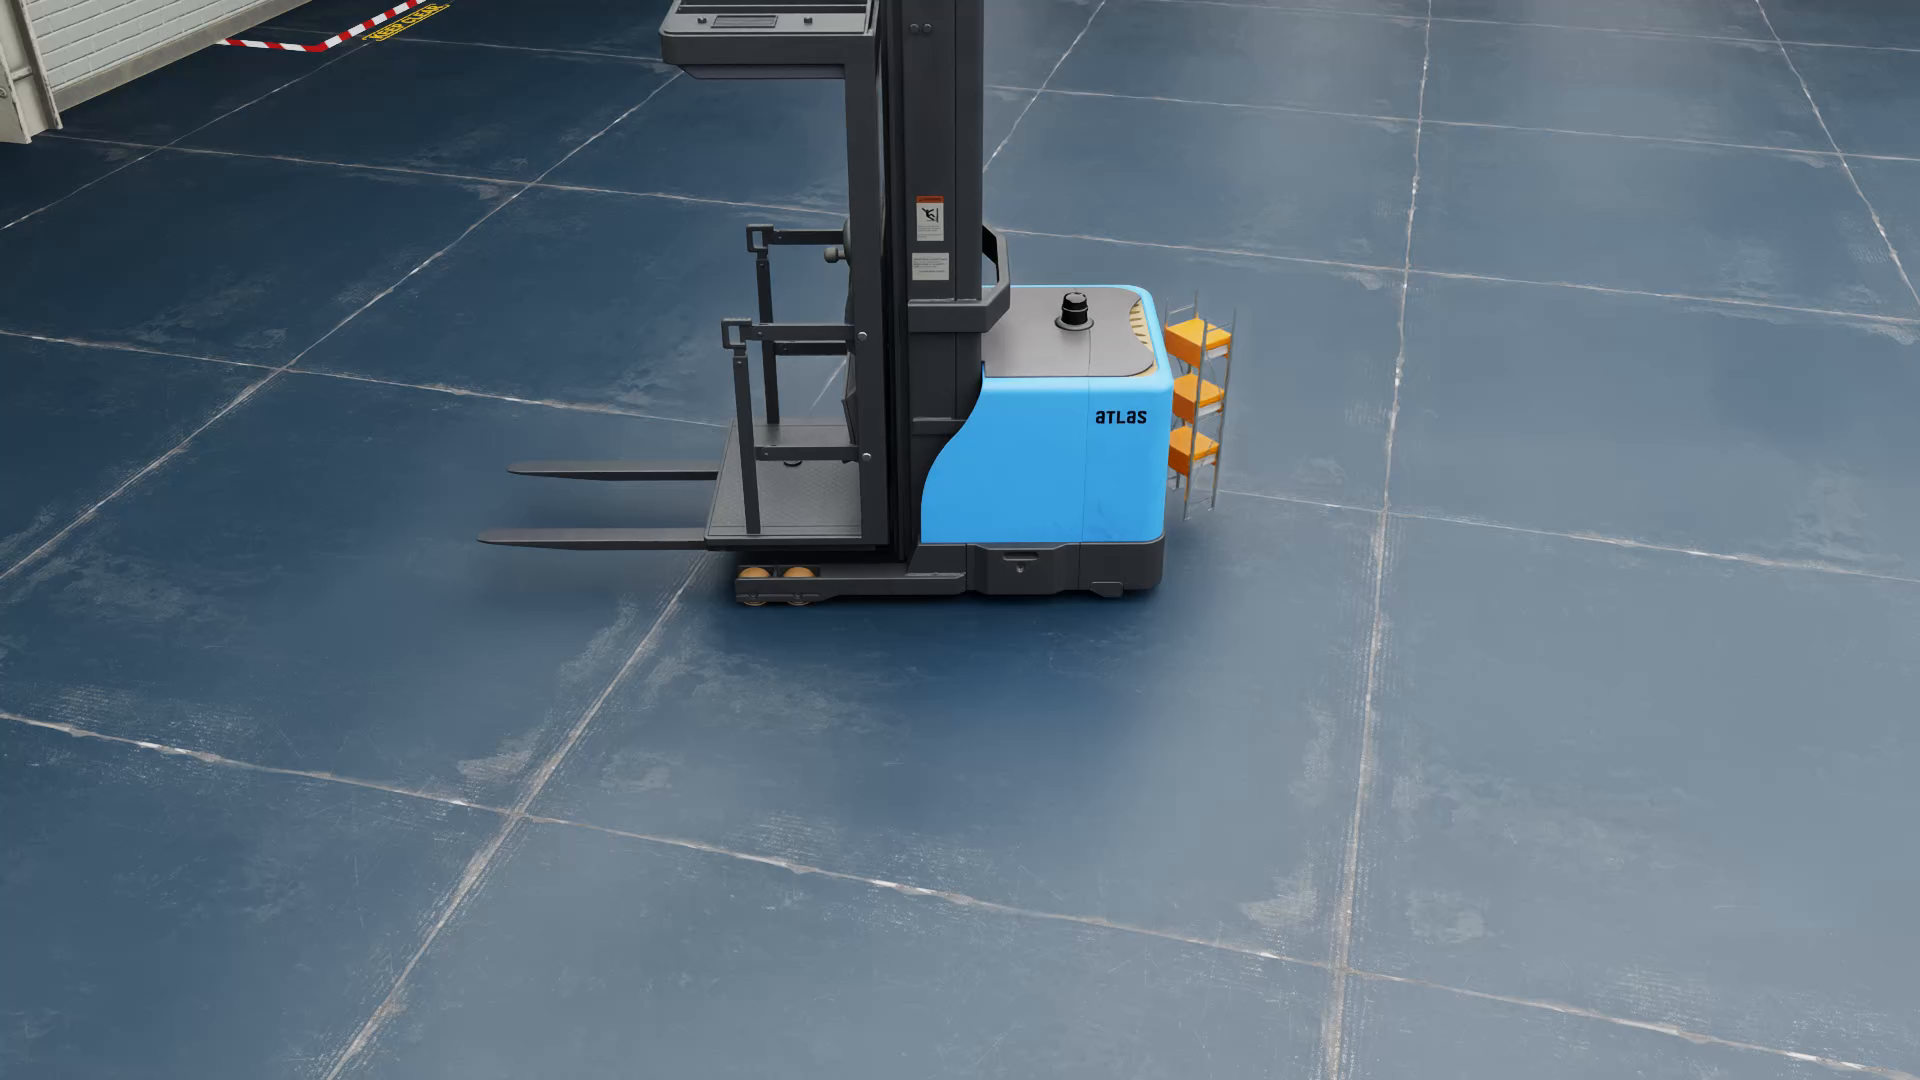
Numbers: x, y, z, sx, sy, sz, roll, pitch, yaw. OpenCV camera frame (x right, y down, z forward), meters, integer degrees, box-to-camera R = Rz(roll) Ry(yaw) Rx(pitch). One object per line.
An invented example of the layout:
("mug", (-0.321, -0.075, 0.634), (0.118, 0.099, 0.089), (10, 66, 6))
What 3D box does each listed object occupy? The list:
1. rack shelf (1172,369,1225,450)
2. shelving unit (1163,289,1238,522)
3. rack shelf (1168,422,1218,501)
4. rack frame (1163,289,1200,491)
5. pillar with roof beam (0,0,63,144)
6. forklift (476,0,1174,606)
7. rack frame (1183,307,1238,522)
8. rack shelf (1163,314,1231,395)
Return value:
("rack shelf", (1.076, -0.608, 7.743), (0.215, 0.259, 0.240), (-21, 38, -32))
("shelving unit", (1.076, -0.617, 7.737), (0.215, 1.050, 0.252), (-21, 38, -32))
("rack shelf", (1.071, -0.373, 7.890), (0.215, 0.259, 0.240), (-21, 38, -32))
("rack frame", (1.002, -0.670, 7.819), (0.200, 1.050, 0.008), (-21, 38, -32))
("pillar with roof beam", (-2.891, -6.288, 9.254), (9.100, 9.000, 0.400), (8, 33, 12))
("forklift", (-0.624, -1.234, 6.959), (3.031, 2.935, 1.130), (0, 32, 0))
("rack frame", (1.150, -0.565, 7.656), (0.200, 1.050, 0.008), (-21, 38, -32))
("rack shelf", (1.081, -0.849, 7.592), (0.215, 0.259, 0.240), (-21, 38, -32))
